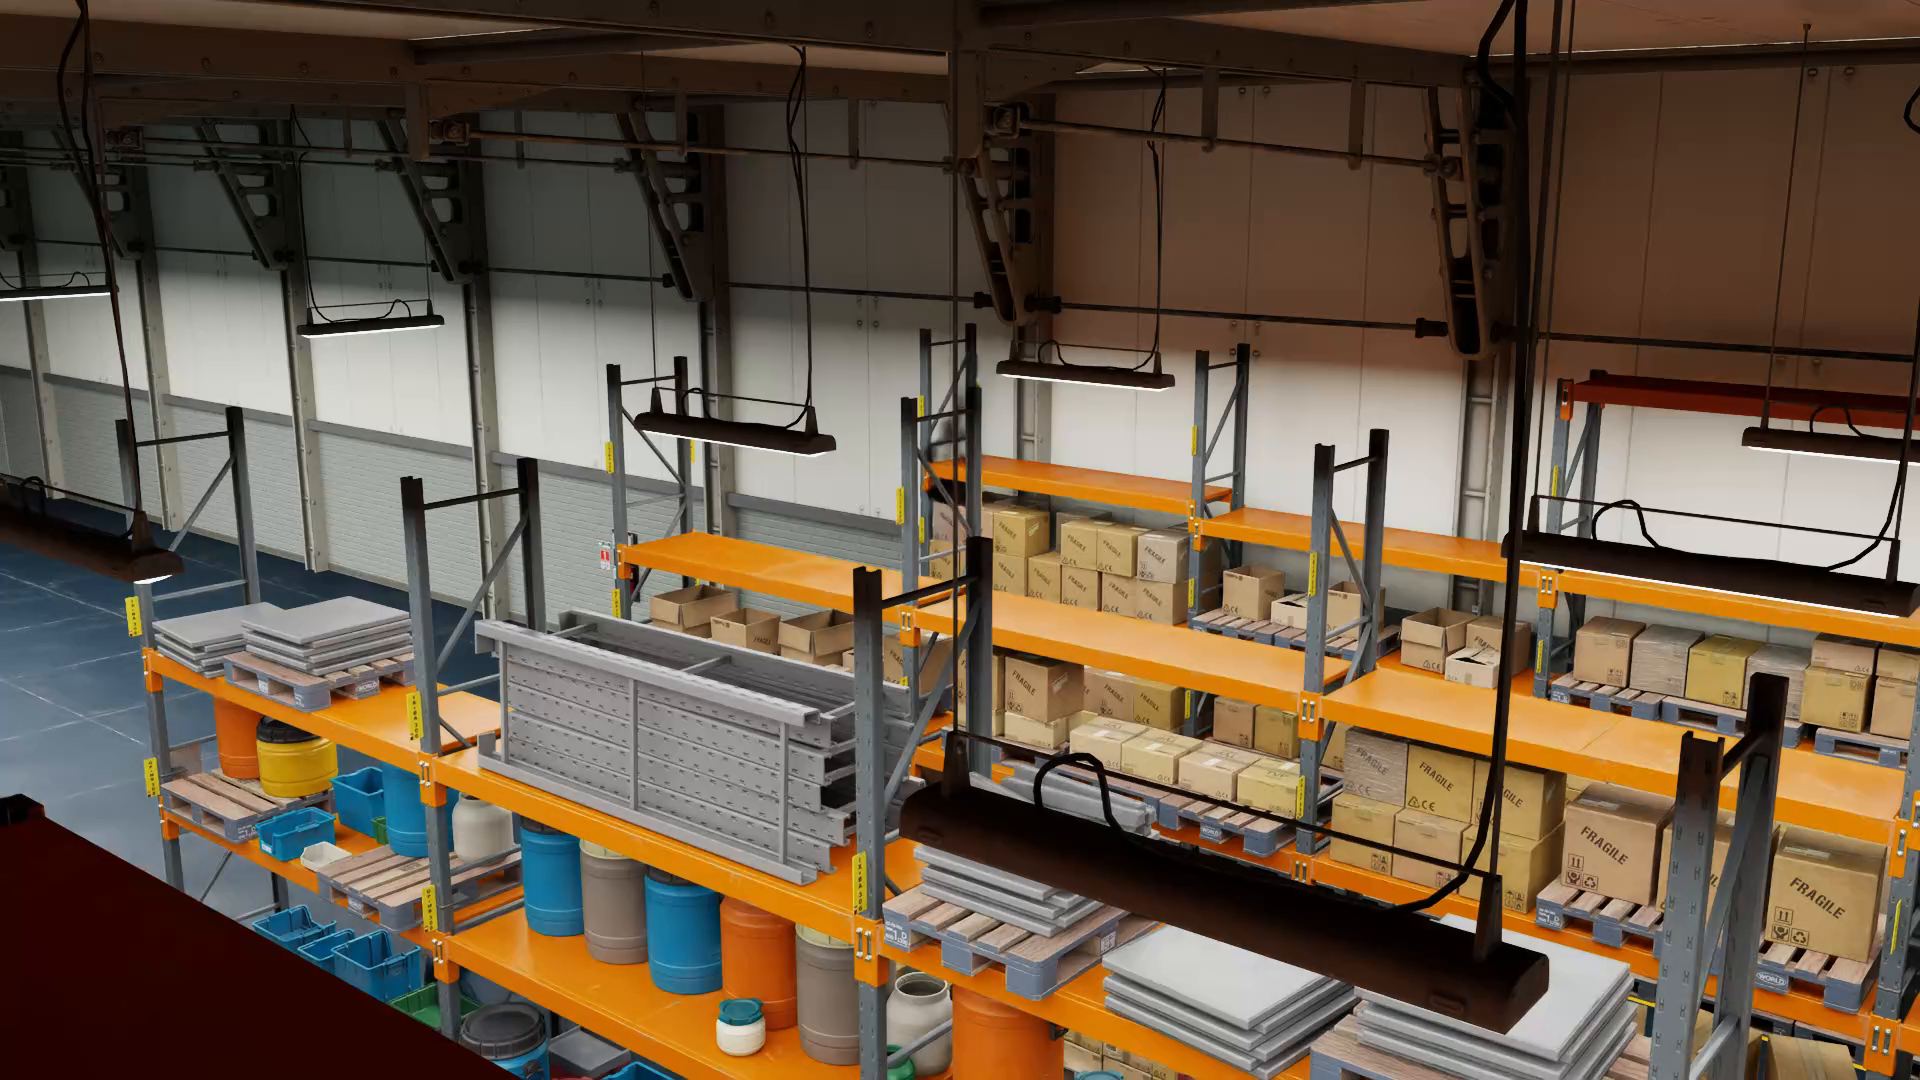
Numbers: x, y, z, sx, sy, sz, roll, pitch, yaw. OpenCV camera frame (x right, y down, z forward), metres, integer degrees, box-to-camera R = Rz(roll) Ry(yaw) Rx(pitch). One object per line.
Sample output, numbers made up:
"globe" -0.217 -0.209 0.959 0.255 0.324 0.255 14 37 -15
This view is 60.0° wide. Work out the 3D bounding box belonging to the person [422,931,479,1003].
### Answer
"person" -4.752 3.854 15.465 0.813 1.626 0.577 9 16 35
